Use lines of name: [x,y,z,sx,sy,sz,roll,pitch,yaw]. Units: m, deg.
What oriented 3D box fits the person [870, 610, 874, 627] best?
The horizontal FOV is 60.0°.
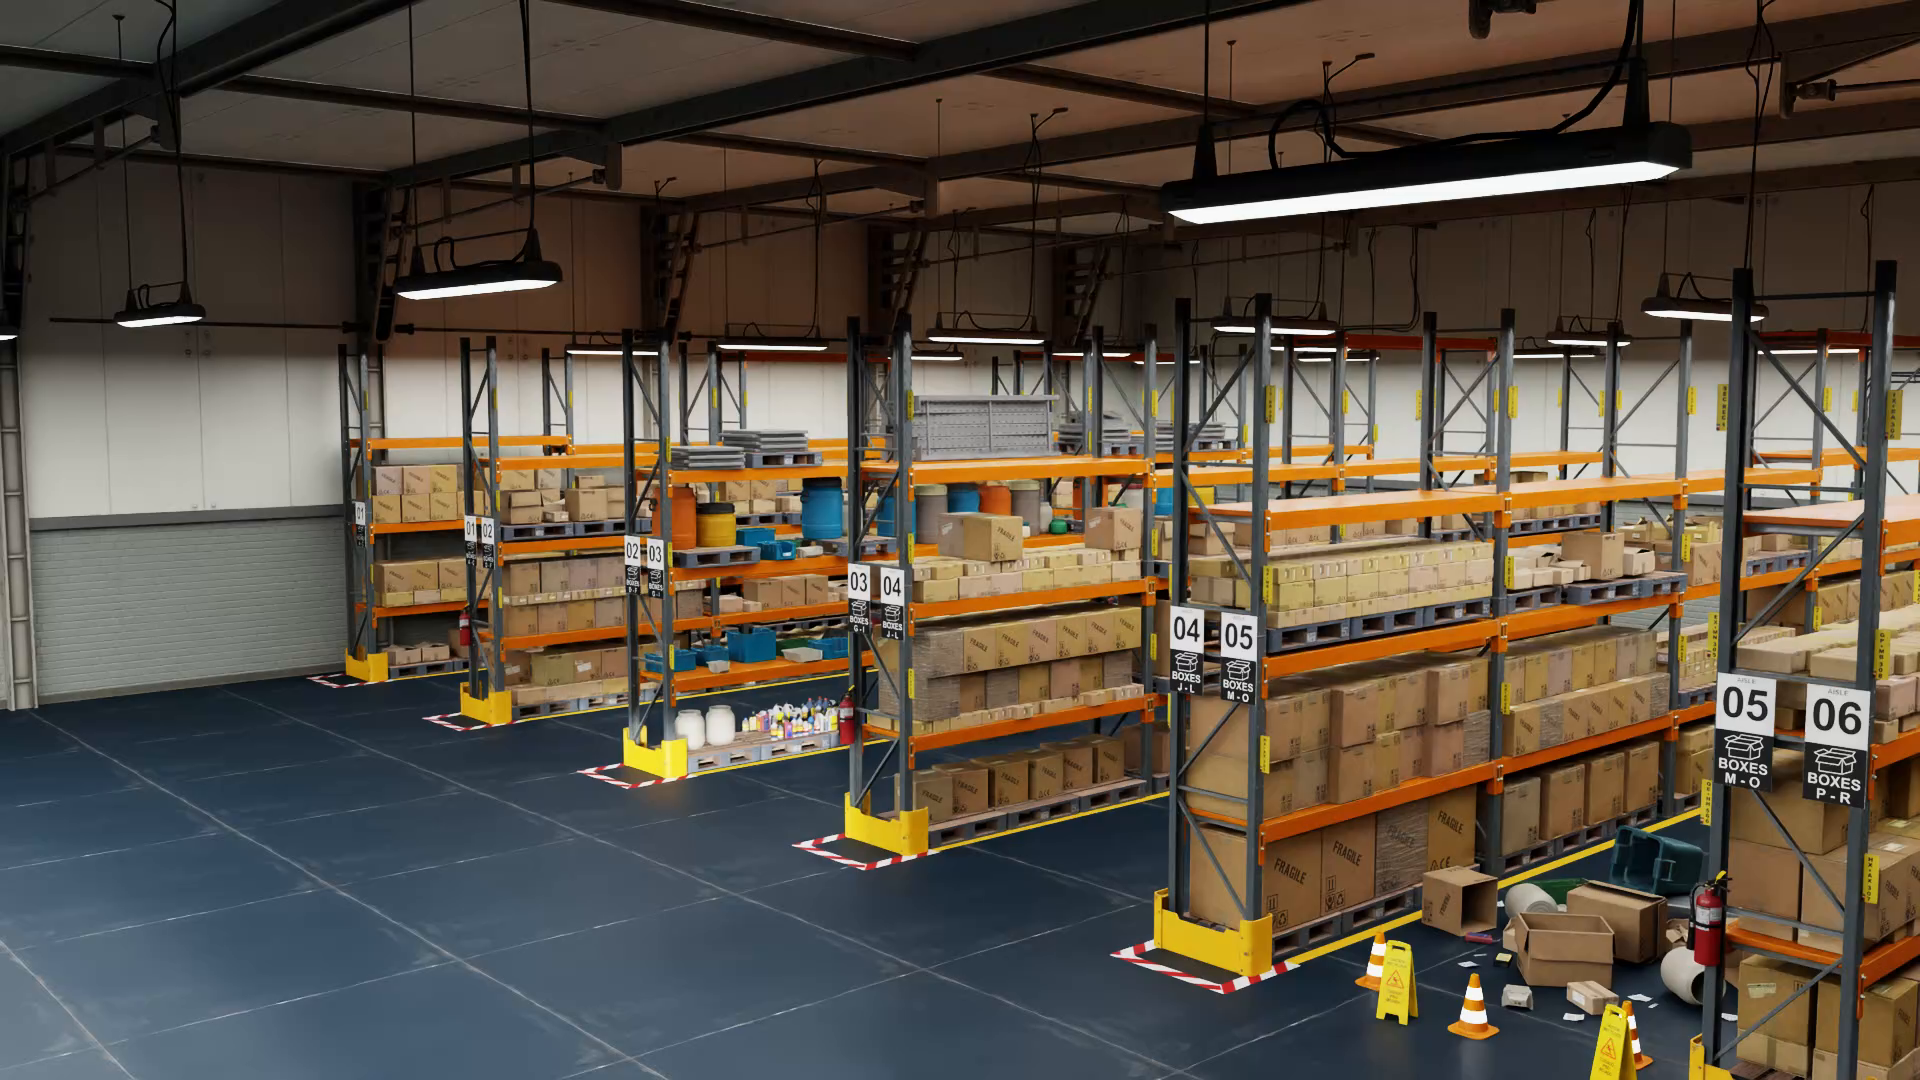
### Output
person: [-1.640,1.131,35.327,0.571,1.740,1.009,5,7,45]
